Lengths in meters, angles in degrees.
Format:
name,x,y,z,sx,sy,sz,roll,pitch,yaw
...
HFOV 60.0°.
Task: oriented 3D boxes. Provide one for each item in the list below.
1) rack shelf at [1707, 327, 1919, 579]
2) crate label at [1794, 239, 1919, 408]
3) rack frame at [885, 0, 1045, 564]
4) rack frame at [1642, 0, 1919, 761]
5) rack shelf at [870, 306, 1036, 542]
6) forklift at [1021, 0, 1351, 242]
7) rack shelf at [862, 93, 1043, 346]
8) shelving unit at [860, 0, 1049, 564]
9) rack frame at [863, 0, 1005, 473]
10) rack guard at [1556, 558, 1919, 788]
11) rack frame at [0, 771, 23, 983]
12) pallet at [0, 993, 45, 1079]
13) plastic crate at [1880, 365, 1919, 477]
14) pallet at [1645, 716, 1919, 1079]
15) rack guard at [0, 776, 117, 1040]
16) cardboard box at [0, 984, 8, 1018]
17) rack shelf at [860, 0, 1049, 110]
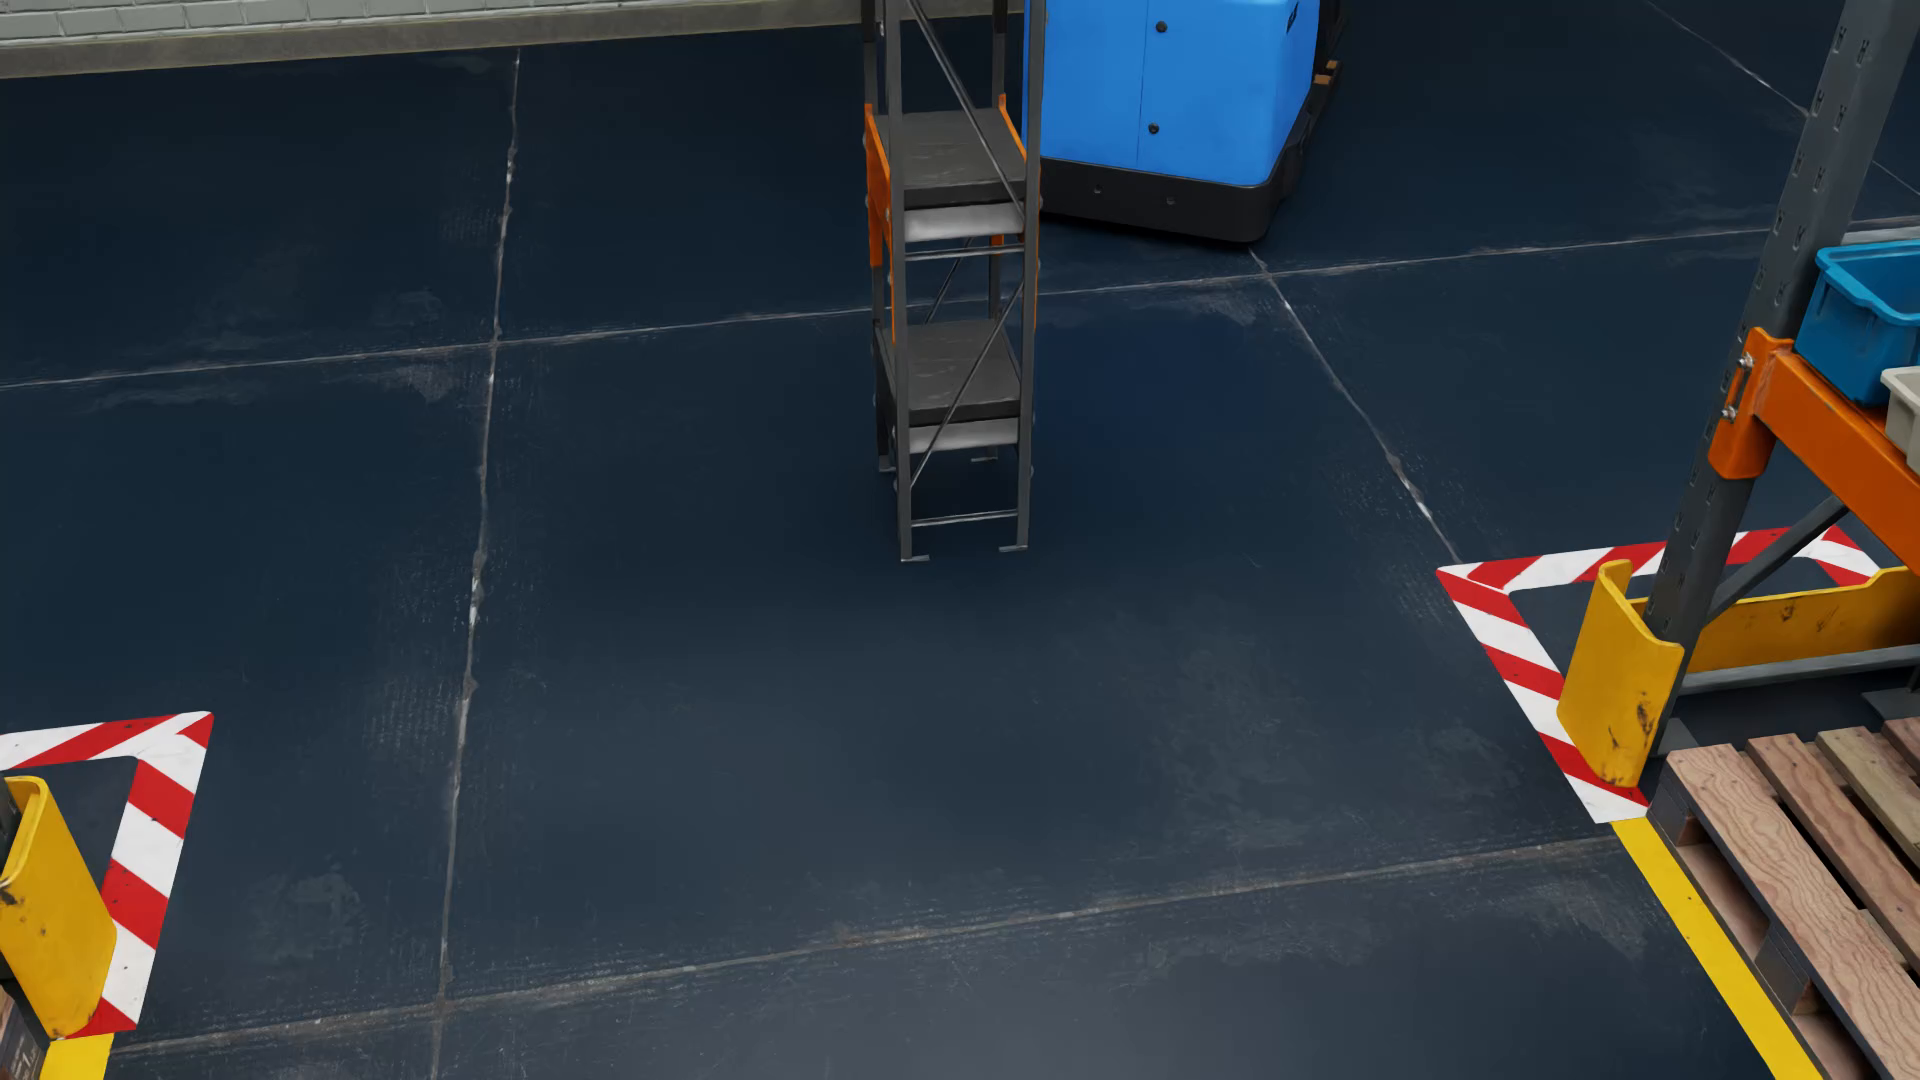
name,x,y,z,sx,sy,sz,roll,pitch,yaw
rack shelf,2.622,0.818,2.339,1.077,0.370,4.000,-6,38,-8
crate label,1.990,-0.447,3.468,0.416,0.233,0.303,-6,38,-8
rack frame,0.014,-0.782,4.545,0.400,2.100,0.015,-6,38,-8
rack frame,2.271,-0.674,3.673,1.000,3.000,0.127,-6,38,-8
rack shelf,-0.029,-0.366,5.172,0.431,0.518,0.480,-6,38,-8
forklift,1.203,-3.259,7.056,1.130,2.935,3.031,12,39,15
rack shelf,-0.029,-0.918,4.743,0.431,0.518,0.480,-6,38,-8
shelving unit,-0.029,-0.929,4.735,0.431,2.100,0.503,-6,38,-8
rack frame,-0.072,-1.077,4.924,0.400,2.100,0.015,-6,38,-8
rack guard,2.254,0.300,4.457,1.175,0.500,0.348,-6,38,-8
rack frame,-2.606,-0.144,2.990,1.000,3.000,0.127,-6,38,-8
pallet,-2.452,1.485,3.167,1.003,0.211,1.213,-6,38,-8
plastic crate,1.965,-0.207,3.237,0.250,0.136,0.298,-6,38,-8
pallet,2.377,0.929,3.882,1.003,0.211,1.213,-6,38,-8
rack guard,-2.593,0.889,3.698,1.175,0.500,0.348,-6,38,-8
cardboard box,-2.269,0.972,3.233,0.500,0.500,0.500,-6,38,-8
rack shelf,-0.029,-1.471,4.313,0.431,0.518,0.480,-6,38,-8
